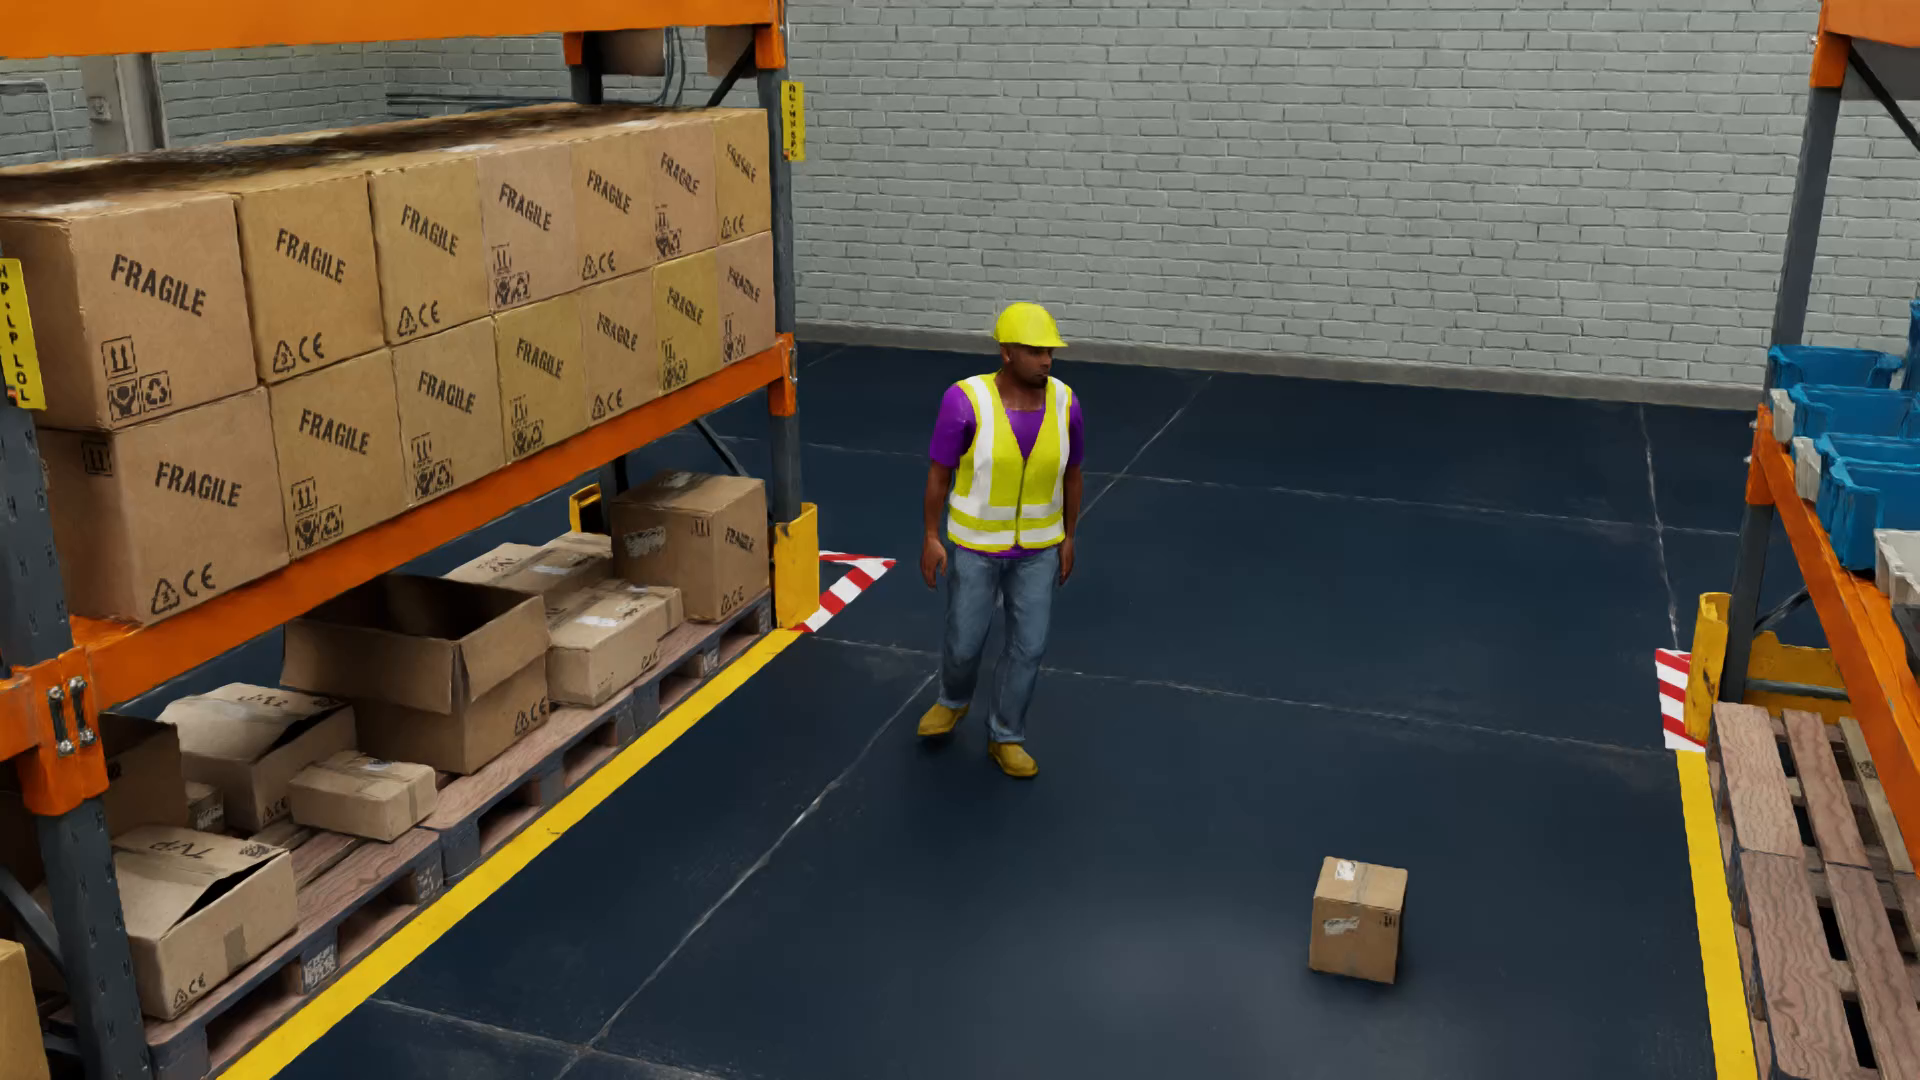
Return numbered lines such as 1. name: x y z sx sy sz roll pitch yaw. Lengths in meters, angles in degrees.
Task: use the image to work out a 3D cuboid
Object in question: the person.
1. person: 0.144 -0.012 6.061 0.613 1.754 0.570 -5 19 -14
